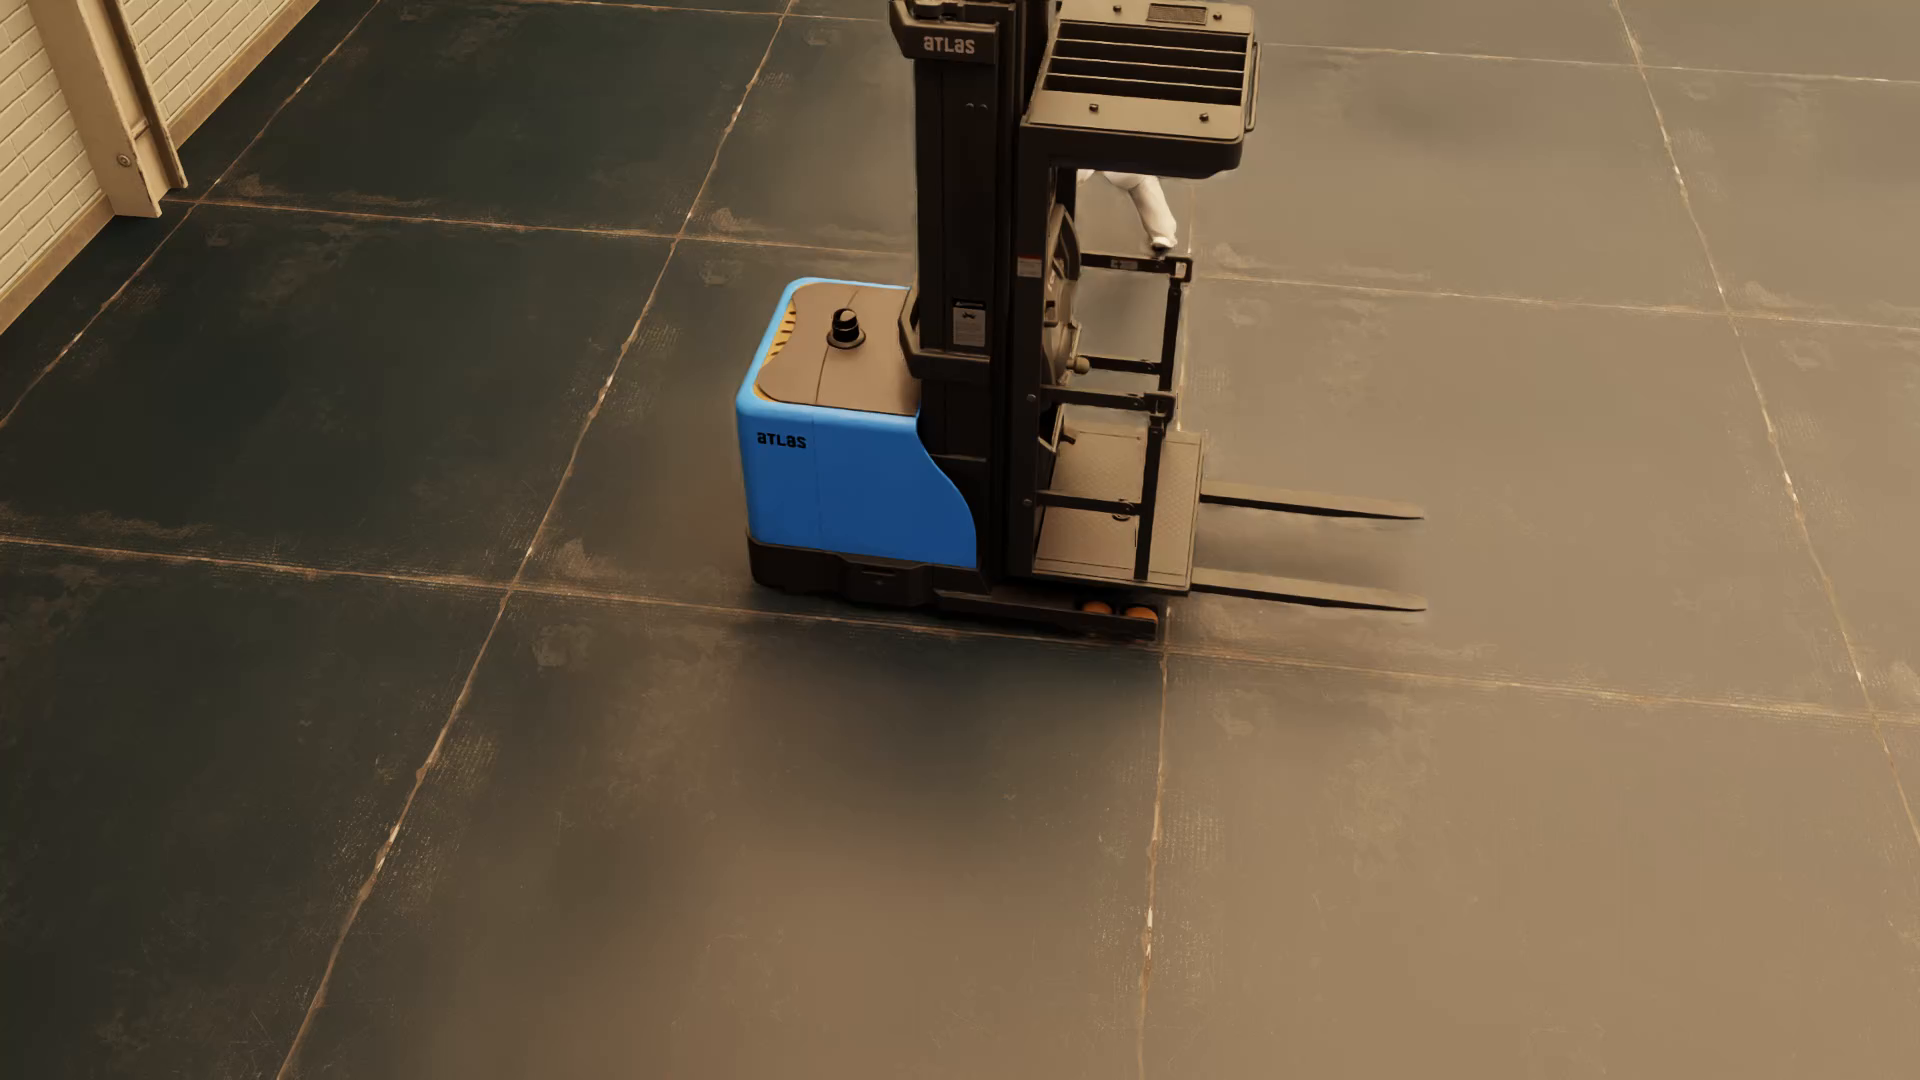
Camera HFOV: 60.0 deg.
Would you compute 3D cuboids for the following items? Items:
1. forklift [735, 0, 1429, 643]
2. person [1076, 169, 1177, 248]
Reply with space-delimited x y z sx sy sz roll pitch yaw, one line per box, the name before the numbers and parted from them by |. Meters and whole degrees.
forklift | 0.604 -1.013 6.827 3.031 2.935 1.130 7 43 7
person | 0.804 -2.162 9.149 1.143 1.741 0.602 -6 43 -6
